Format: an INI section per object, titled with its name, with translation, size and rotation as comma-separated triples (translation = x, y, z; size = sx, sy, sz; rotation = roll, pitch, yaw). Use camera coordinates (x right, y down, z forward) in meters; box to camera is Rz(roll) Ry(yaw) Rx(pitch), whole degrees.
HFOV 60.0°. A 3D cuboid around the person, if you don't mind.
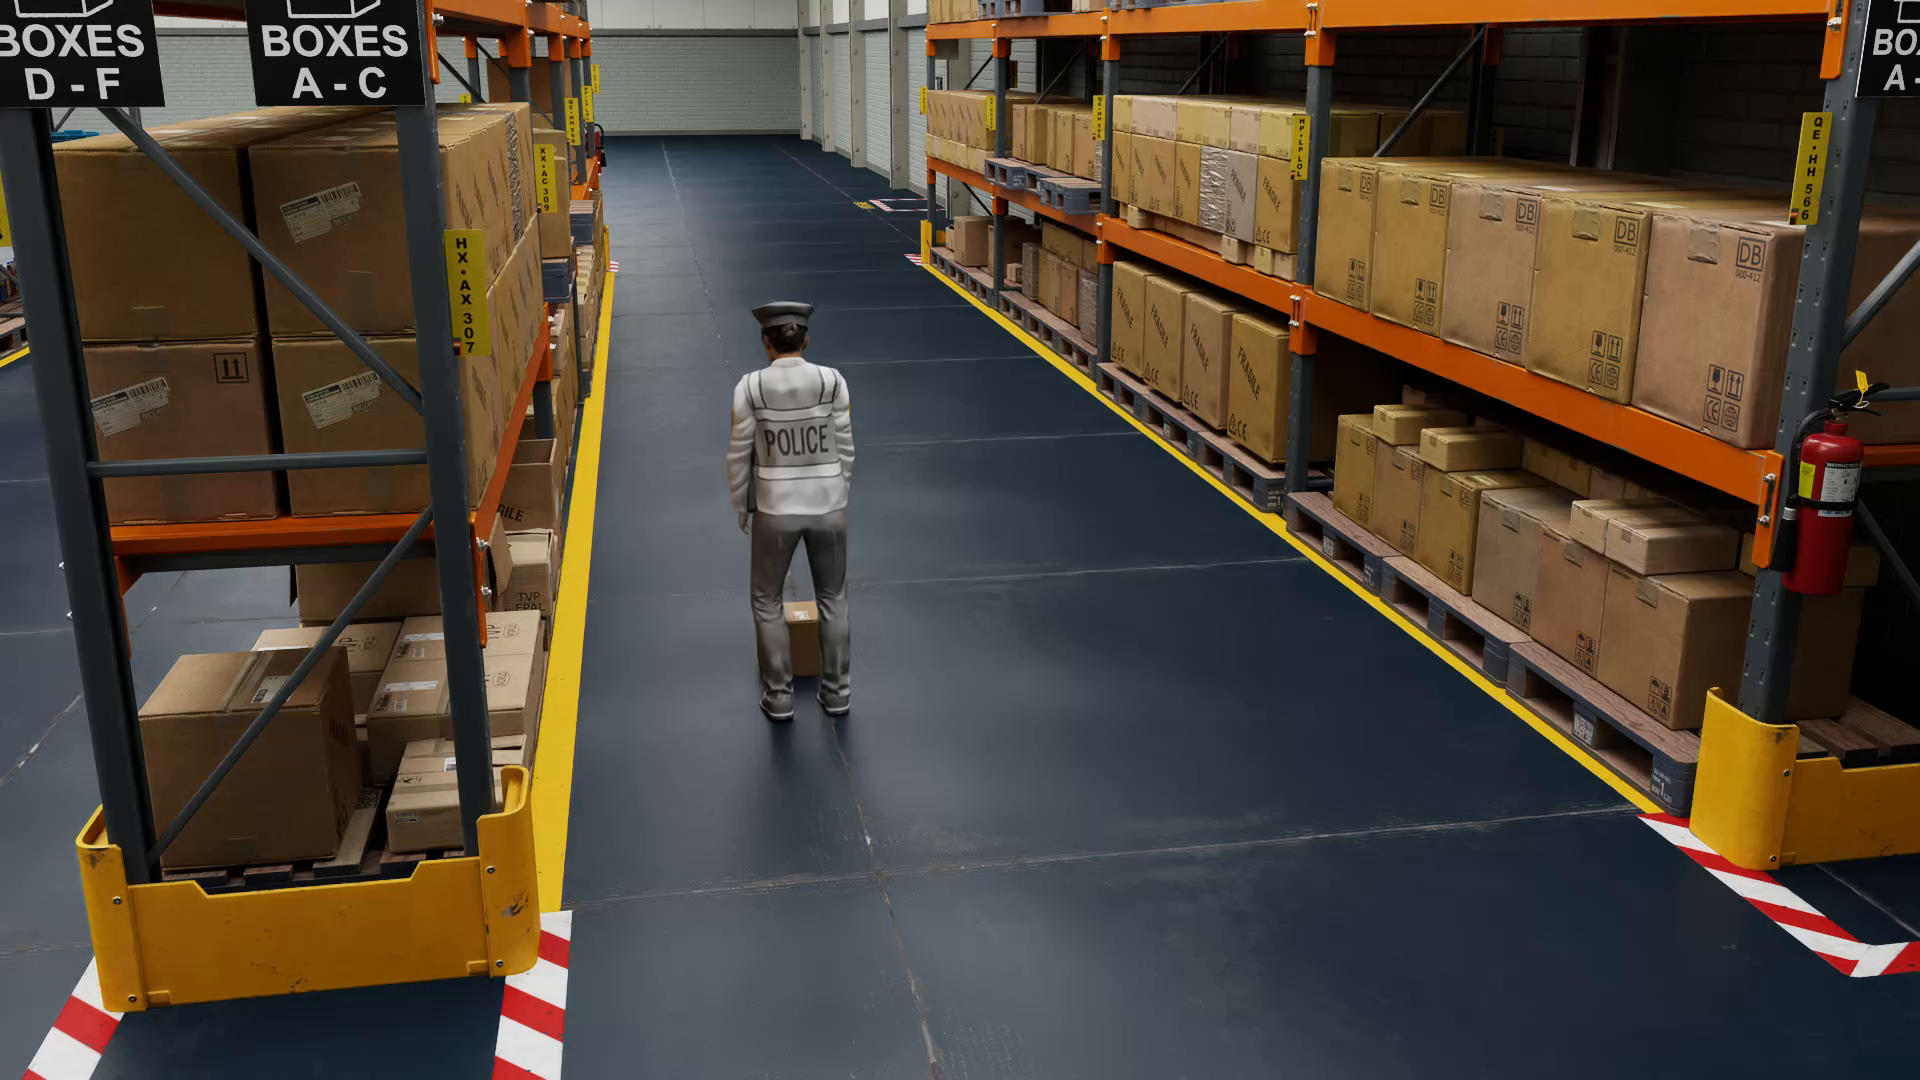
[person]
translation = -0.653, -0.104, 6.460
size = 0.496, 1.635, 0.428
rotation = -3, 17, -11
